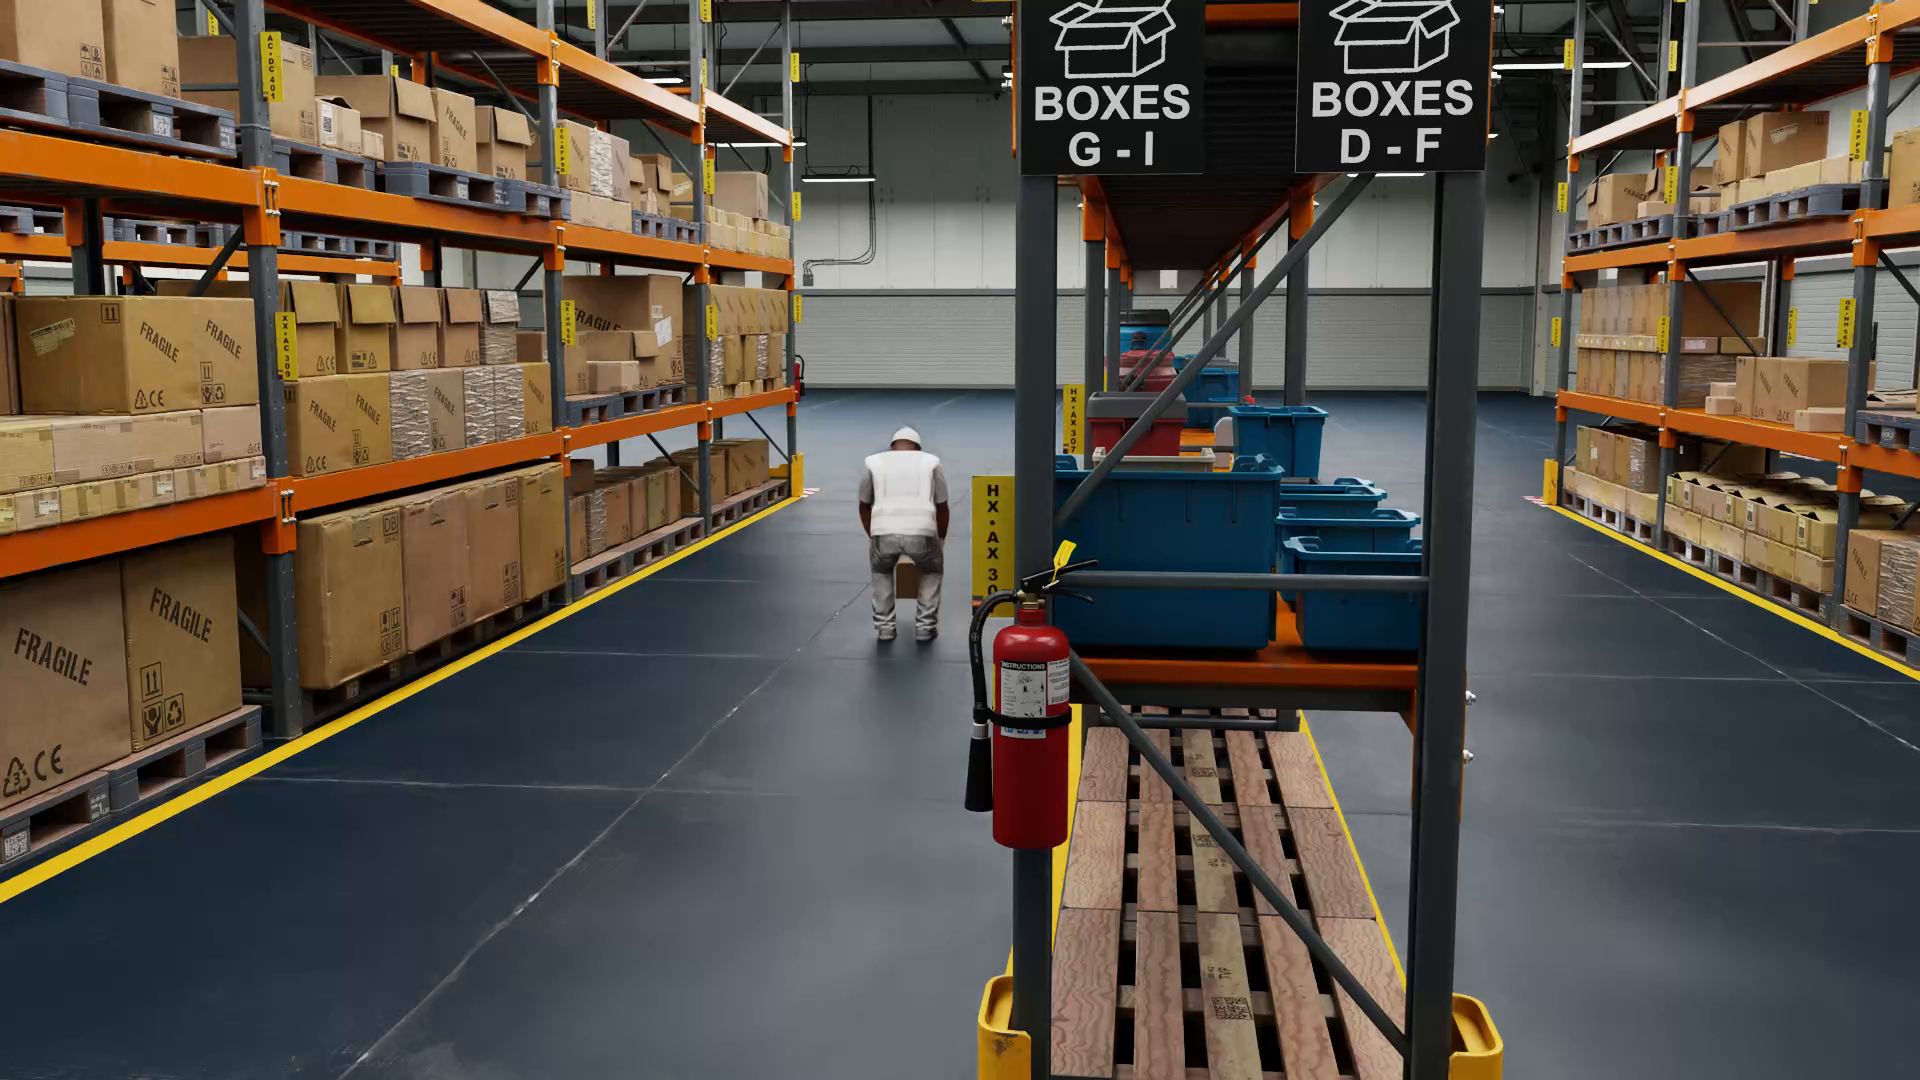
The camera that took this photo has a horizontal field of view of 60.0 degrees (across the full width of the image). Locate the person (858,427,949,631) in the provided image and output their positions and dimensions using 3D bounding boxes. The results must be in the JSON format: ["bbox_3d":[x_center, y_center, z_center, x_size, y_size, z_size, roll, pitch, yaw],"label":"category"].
[{"bbox_3d":[-0.389,-0.070,11.072,0.610,1.327,0.787,1,8,6],"label":"person"}]
